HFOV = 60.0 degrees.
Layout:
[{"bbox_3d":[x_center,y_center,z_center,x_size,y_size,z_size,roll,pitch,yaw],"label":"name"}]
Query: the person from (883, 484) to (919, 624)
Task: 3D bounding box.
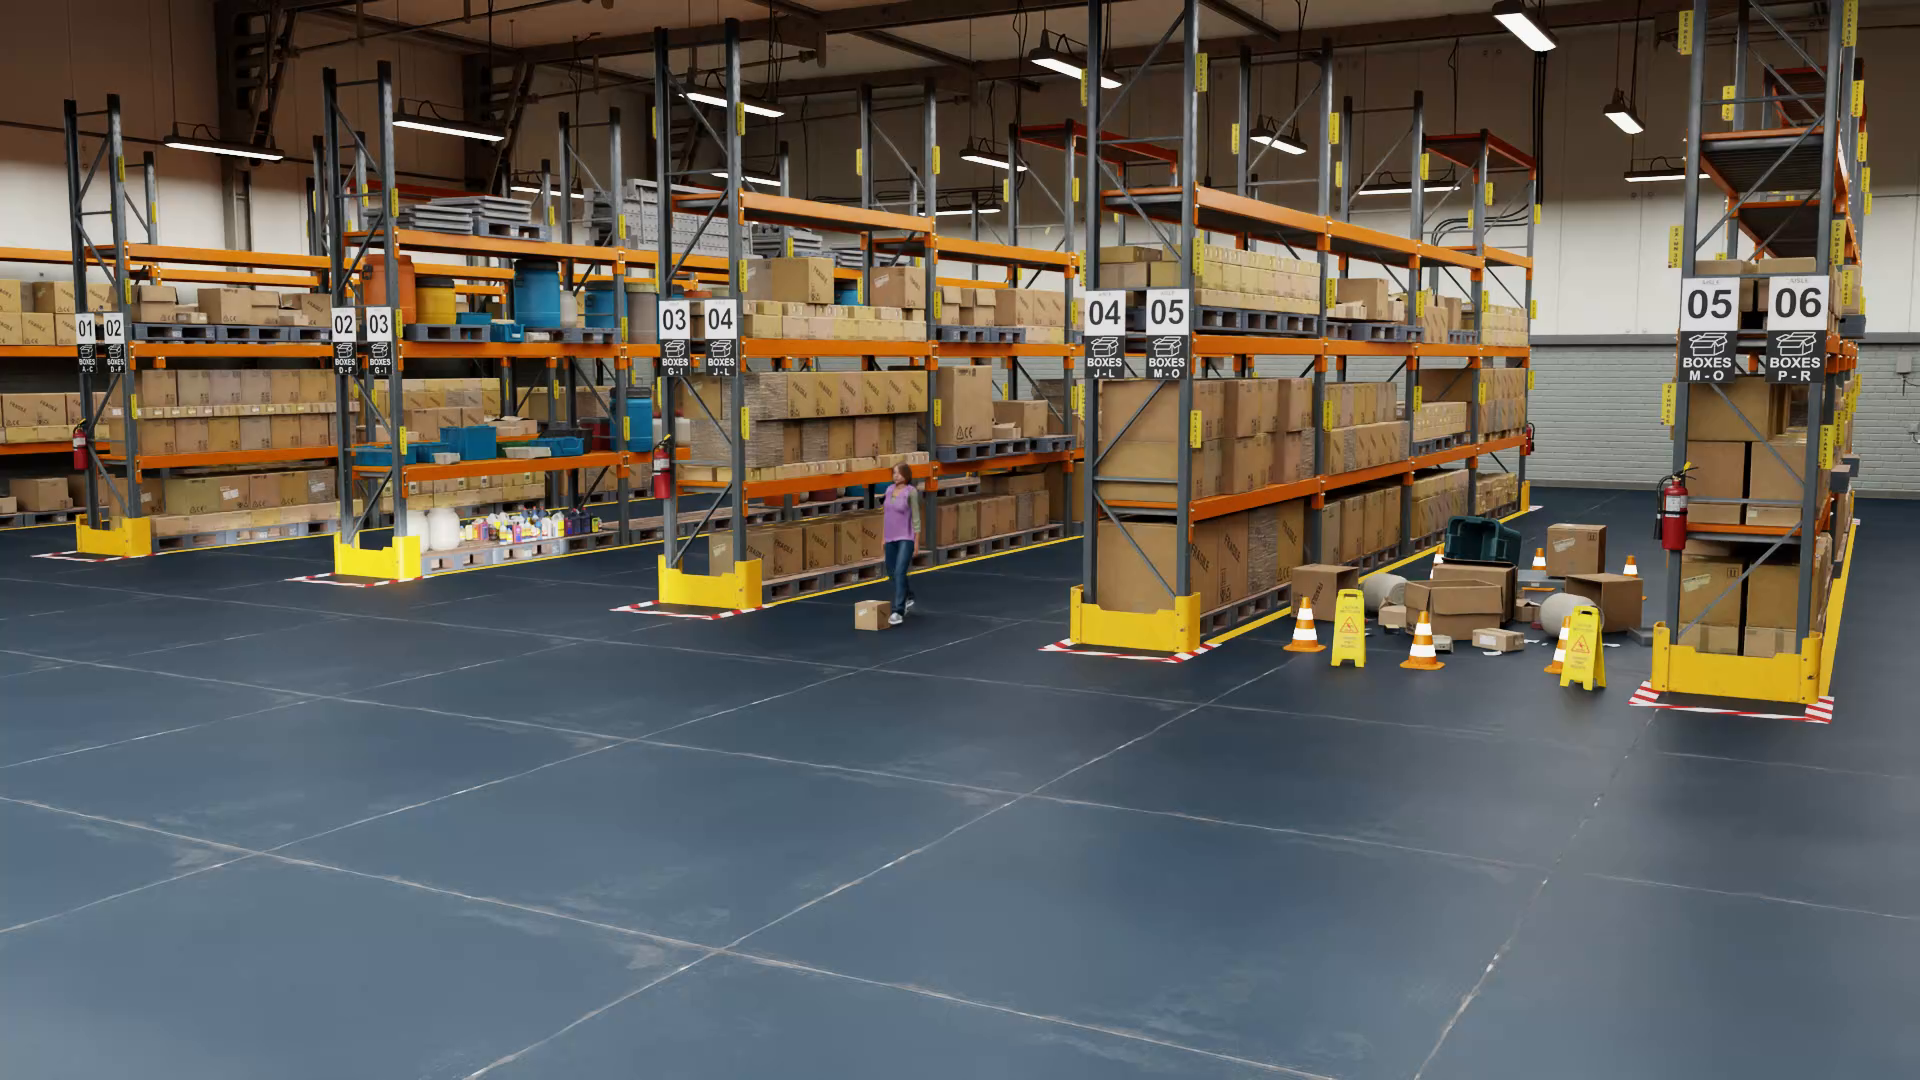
[{"bbox_3d":[-0.615,0.112,16.454,0.414,1.346,0.803,5,8,37],"label":"person"}]
